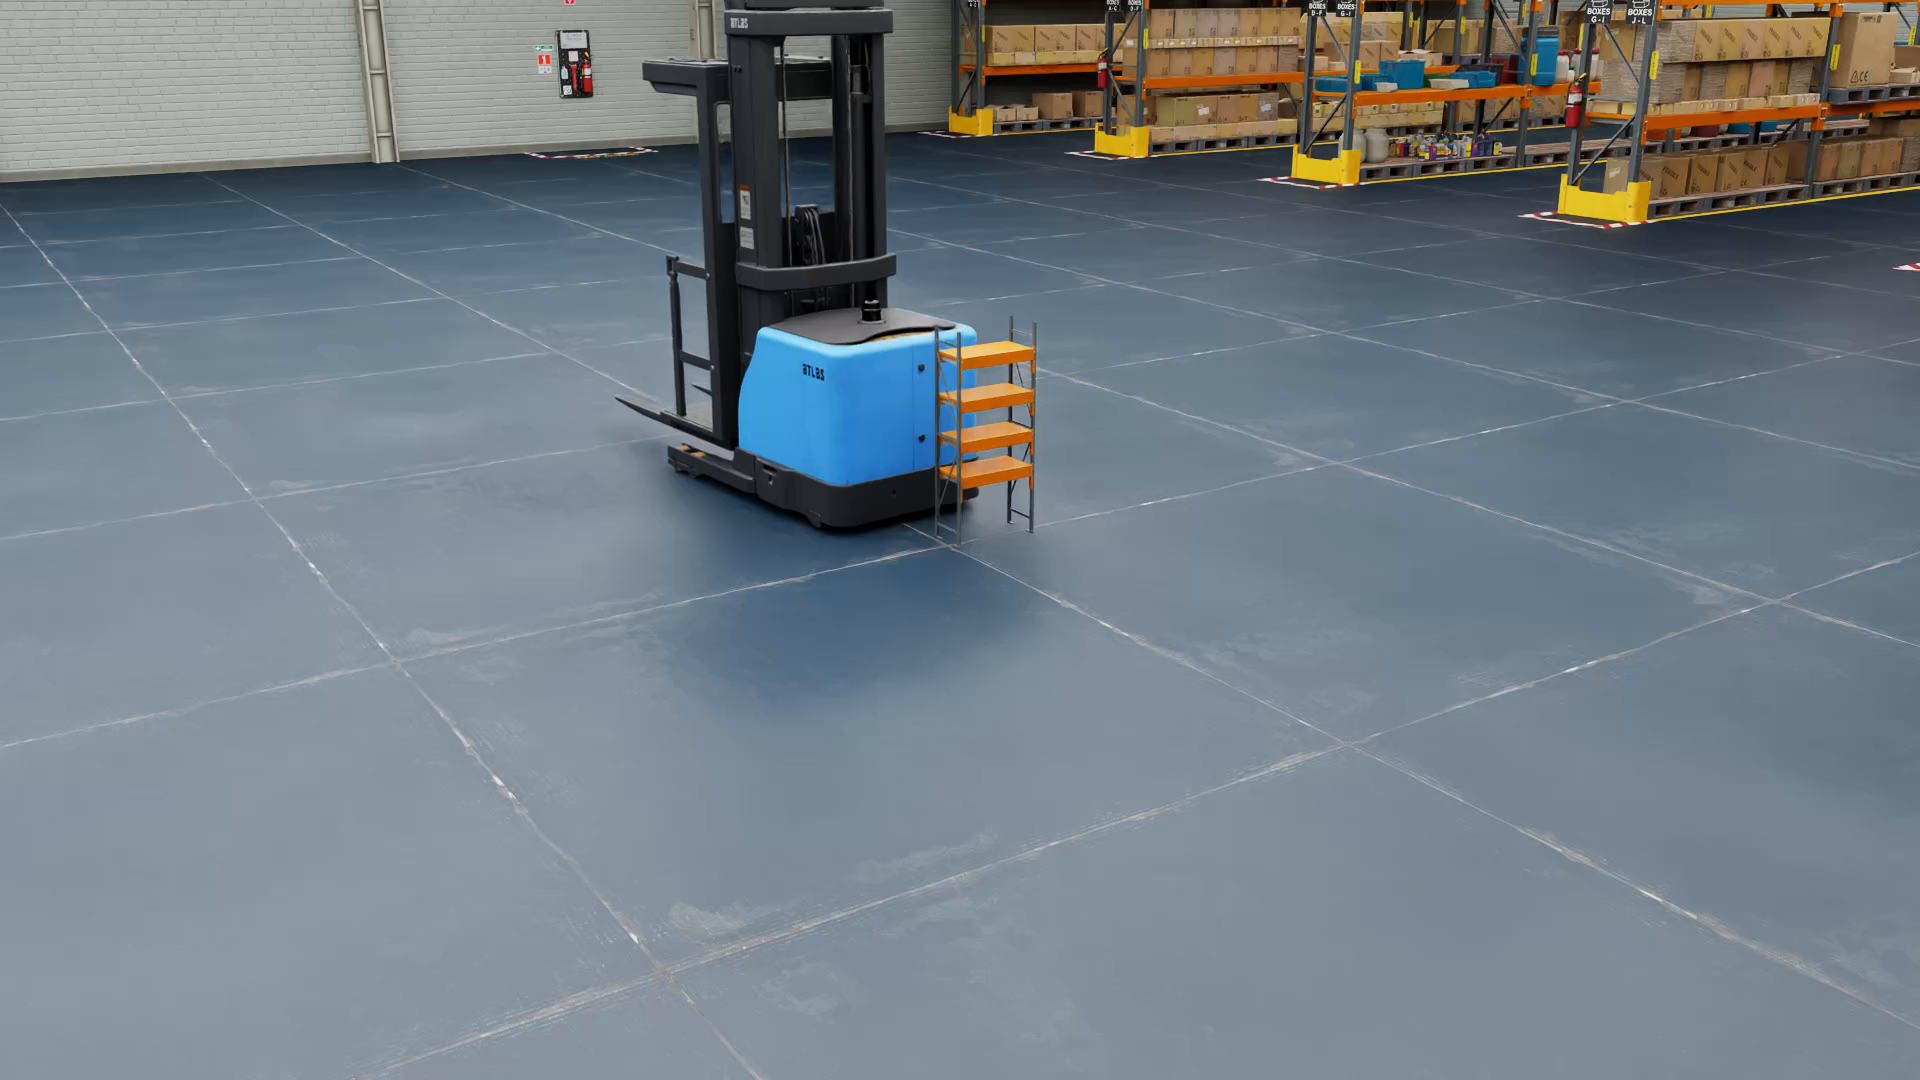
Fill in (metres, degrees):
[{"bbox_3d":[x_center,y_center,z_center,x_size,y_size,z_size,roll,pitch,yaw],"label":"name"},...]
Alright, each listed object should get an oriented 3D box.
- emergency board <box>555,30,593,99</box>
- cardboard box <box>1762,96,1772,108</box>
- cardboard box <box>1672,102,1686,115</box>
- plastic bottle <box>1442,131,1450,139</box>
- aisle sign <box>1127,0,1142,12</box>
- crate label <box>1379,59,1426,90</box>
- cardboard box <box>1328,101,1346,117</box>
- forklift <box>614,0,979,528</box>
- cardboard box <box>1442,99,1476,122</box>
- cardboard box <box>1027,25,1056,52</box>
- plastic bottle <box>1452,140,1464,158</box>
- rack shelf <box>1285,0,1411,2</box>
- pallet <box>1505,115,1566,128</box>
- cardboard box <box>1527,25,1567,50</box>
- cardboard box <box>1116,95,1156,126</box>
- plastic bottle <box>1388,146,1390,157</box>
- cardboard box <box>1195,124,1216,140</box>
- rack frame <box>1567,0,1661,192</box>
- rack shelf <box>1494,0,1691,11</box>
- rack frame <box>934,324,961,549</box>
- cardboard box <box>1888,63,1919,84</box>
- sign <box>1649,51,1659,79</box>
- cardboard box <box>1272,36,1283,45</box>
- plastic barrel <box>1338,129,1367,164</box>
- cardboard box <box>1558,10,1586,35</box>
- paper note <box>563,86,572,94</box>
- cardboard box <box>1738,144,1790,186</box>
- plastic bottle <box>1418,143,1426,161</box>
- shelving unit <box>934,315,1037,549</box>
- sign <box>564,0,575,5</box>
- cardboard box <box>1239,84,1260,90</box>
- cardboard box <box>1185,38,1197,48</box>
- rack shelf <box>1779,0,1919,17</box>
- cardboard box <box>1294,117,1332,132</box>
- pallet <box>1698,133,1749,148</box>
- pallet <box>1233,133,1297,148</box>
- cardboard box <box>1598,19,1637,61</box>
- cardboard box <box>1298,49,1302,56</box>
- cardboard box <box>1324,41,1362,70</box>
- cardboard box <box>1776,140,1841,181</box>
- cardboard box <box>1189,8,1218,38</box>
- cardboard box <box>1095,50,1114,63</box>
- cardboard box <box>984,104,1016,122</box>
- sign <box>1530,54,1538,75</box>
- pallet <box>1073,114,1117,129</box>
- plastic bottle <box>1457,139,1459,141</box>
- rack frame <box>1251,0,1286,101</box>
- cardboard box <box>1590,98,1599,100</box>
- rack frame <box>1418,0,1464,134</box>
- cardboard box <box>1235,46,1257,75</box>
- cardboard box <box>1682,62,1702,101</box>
[{"bbox_3d":[-6.836,-8.484,29.656,0.643,1.169,0.194,-12,22,-31],"label":"emergency board"},{"bbox_3d":[10.762,-5.953,22.563,0.250,0.149,0.380,-12,22,-31],"label":"cardboard box"},{"bbox_3d":[9.129,-5.583,21.467,0.250,0.149,0.380,-12,22,-31],"label":"cardboard box"},{"bbox_3d":[8.038,-6.588,27.498,0.185,0.351,0.144,-11,22,-30],"label":"plastic bottle"},{"bbox_3d":[2.992,-9.425,28.380,0.004,0.787,0.394,-12,22,-31],"label":"aisle sign"},{"bbox_3d":[6.988,-7.375,26.320,0.616,0.435,0.502,-12,22,-31],"label":"crate label"},{"bbox_3d":[7.122,-8.246,31.716,0.500,0.311,0.500,-12,22,-32],"label":"cardboard box"},{"bbox_3d":[-1.195,-1.860,10.171,1.130,2.935,3.031,-14,23,-36],"label":"forklift"},{"bbox_3d":[10.097,-8.724,33.582,0.500,0.500,0.500,-11,22,-29],"label":"cardboard box"},{"bbox_3d":[1.568,-10.082,33.416,0.500,0.500,0.500,-13,22,-33],"label":"cardboard box"},{"bbox_3d":[7.993,-6.275,26.689,0.135,0.276,0.152,-11,22,-30],"label":"plastic bottle"},{"bbox_3d":[8.502,-12.453,37.836,4.000,0.370,1.077,-12,22,-31],"label":"rack shelf"},{"bbox_3d":[12.242,-8.926,35.318,1.213,0.211,1.003,-12,22,-31],"label":"pallet"},{"bbox_3d":[12.382,-10.623,35.172,0.700,0.500,0.500,14,23,35],"label":"cardboard box"},{"bbox_3d":[3.162,-7.713,29.841,0.500,0.500,0.500,-12,22,-31],"label":"cardboard box"},{"bbox_3d":[6.892,-6.285,26.834,0.097,0.201,0.097,0,19,0],"label":"plastic bottle"},{"bbox_3d":[4.282,-7.395,30.073,0.500,0.250,0.500,-12,22,-31],"label":"cardboard box"},{"bbox_3d":[8.323,-5.636,21.234,0.127,3.000,1.000,-12,22,-31],"label":"rack frame"},{"bbox_3d":[10.610,-9.098,27.913,4.000,0.370,1.077,-12,22,-31],"label":"rack shelf"},{"bbox_3d":[-0.066,-0.555,9.012,0.015,1.200,0.240,-12,22,-31],"label":"rack frame"},{"bbox_3d":[13.761,-6.815,24.273,0.258,0.266,0.396,-13,22,-33],"label":"cardboard box"},{"bbox_3d":[8.622,-5.901,20.666,0.005,0.325,0.100,-12,22,-31],"label":"sign"},{"bbox_3d":[5.685,-9.151,30.461,0.250,0.149,0.380,-13,22,-33],"label":"cardboard box"},{"bbox_3d":[6.107,-6.118,25.887,0.421,0.512,0.421,0,19,0],"label":"plastic barrel"},{"bbox_3d":[13.180,-11.080,35.618,0.500,0.500,0.500,-12,22,-31],"label":"cardboard box"},{"bbox_3d":[-7.022,-8.054,29.760,0.142,0.148,0.016,-12,22,-31],"label":"paper note"},{"bbox_3d":[11.308,-5.296,23.474,0.500,0.500,0.500,-13,22,-33],"label":"cardboard box"},{"bbox_3d":[7.285,-6.113,26.217,0.097,0.271,0.097,0,19,0],"label":"plastic bottle"},{"bbox_3d":[0.138,-0.598,9.139,0.503,1.200,0.258,-12,22,-31],"label":"shelving unit"},{"bbox_3d":[-6.898,-9.607,29.360,0.199,0.298,0.001,-12,22,-31],"label":"sign"},{"bbox_3d":[6.259,-9.904,37.072,0.500,0.500,0.700,-12,22,-31],"label":"cardboard box"},{"bbox_3d":[3.964,-8.788,29.386,0.250,0.149,0.380,-12,22,-32],"label":"cardboard box"},{"bbox_3d":[13.334,-7.774,23.994,4.000,0.370,1.077,-12,22,-31],"label":"rack shelf"},{"bbox_3d":[6.692,-7.893,31.545,0.500,0.250,0.500,-13,22,-33],"label":"cardboard box"},{"bbox_3d":[13.934,-7.413,30.842,1.213,0.211,1.003,-12,22,-31],"label":"pallet"},{"bbox_3d":[5.532,-7.542,31.223,1.213,0.211,1.003,-12,22,-31],"label":"pallet"},{"bbox_3d":[8.647,-6.461,21.492,0.500,0.500,0.500,-12,22,-31],"label":"cardboard box"},{"bbox_3d":[7.450,-10.949,37.308,0.250,0.149,0.380,-12,22,-31],"label":"cardboard box"},{"bbox_3d":[7.309,-9.263,31.803,0.500,0.500,0.500,-10,21,-28],"label":"cardboard box"},{"bbox_3d":[12.189,-5.468,23.950,0.500,0.500,0.700,-14,23,-36],"label":"cardboard box"},{"bbox_3d":[4.176,-9.220,29.652,0.500,0.500,0.700,-12,22,-31],"label":"cardboard box"},{"bbox_3d":[2.842,-10.004,34.356,0.500,0.250,0.500,-12,22,-31],"label":"cardboard box"},{"bbox_3d":[0.778,-8.644,33.640,0.500,0.311,0.500,-15,24,-37],"label":"cardboard box"},{"bbox_3d":[9.233,-7.648,26.751,0.005,0.325,0.100,-12,22,-31],"label":"sign"},{"bbox_3d":[2.950,-8.867,35.143,1.213,0.211,1.003,-12,22,-31],"label":"pallet"},{"bbox_3d":[8.053,-6.329,26.837,0.133,0.283,0.061,-12,22,-31],"label":"plastic bottle"},{"bbox_3d":[6.832,-11.020,37.159,0.127,3.000,1.000,-12,22,-31],"label":"rack frame"},{"bbox_3d":[13.847,-9.644,36.598,0.500,0.311,0.500,-12,22,-31],"label":"cardboard box"},{"bbox_3d":[9.560,-9.696,33.241,0.127,3.000,1.000,-12,22,-31],"label":"rack frame"},{"bbox_3d":[4.994,-8.777,30.367,0.500,0.500,0.700,-12,22,-31],"label":"cardboard box"},{"bbox_3d":[9.149,-6.034,21.790,0.500,0.500,0.875,-12,22,-31],"label":"cardboard box"}]
